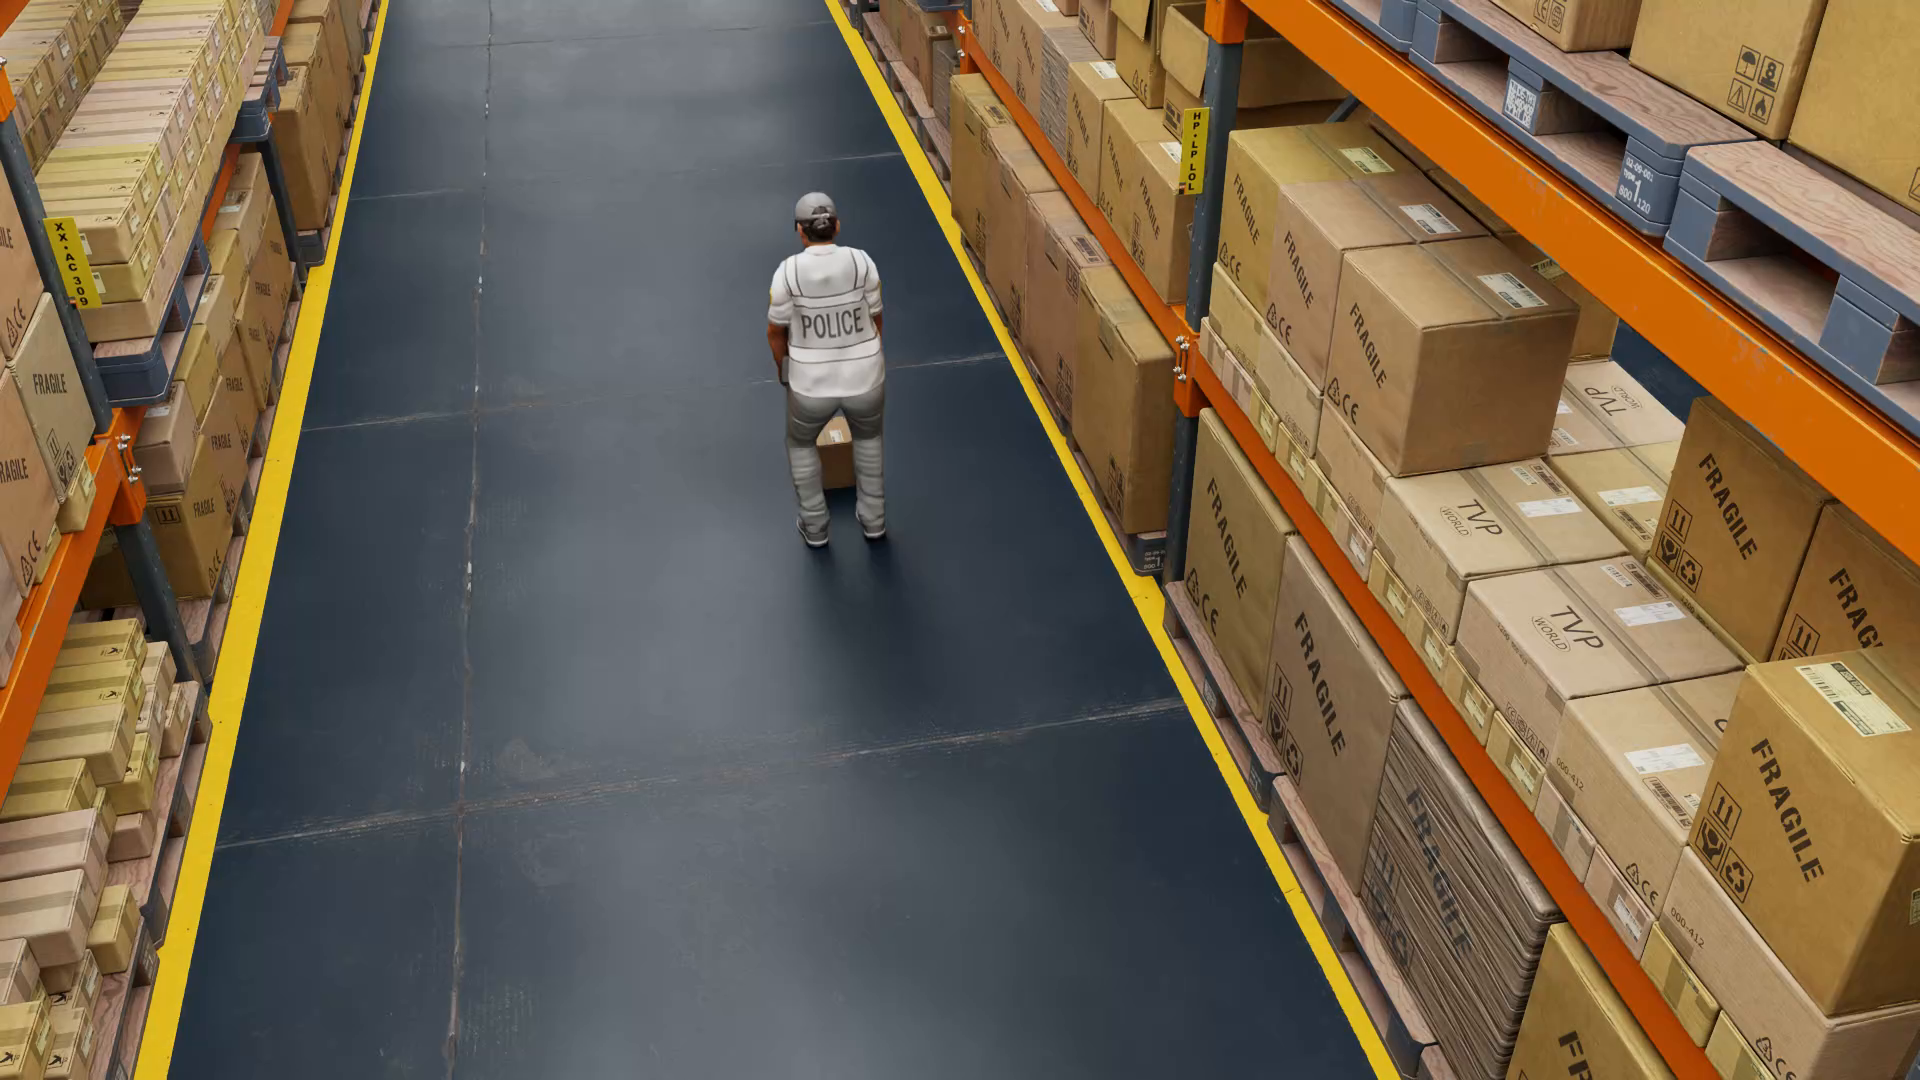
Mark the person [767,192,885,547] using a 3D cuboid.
[{"bbox_3d":[-0.574,-0.706,7.228,0.500,1.611,0.496,-6,35,-9],"label":"person"}]
